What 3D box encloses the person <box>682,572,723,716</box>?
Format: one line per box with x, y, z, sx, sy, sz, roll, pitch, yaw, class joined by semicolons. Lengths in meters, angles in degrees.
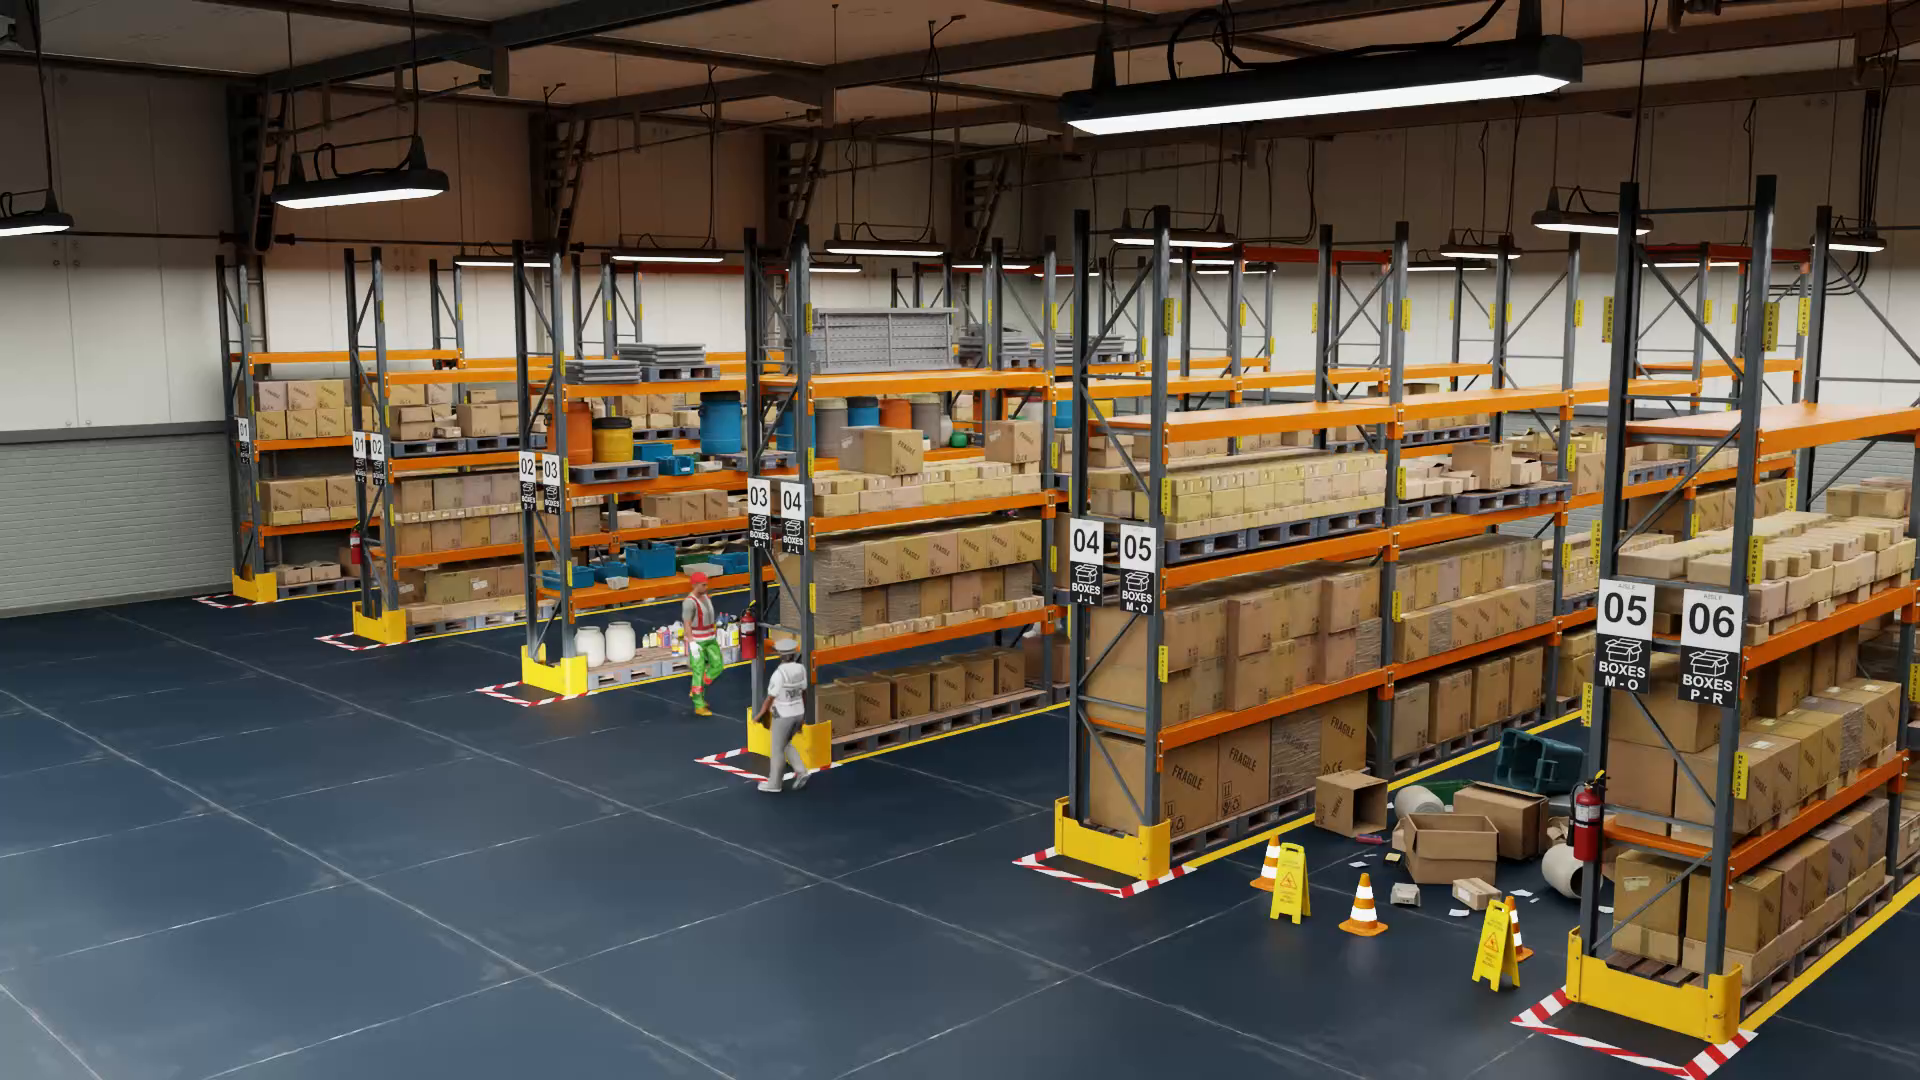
-3.249;1.293;21.111;0.501;1.787;0.709;4;9;27;person

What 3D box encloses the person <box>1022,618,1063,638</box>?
1.243;0.560;24.426;0.496;1.835;0.656;4;9;24;person

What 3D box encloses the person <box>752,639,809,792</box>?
-1.898;1.860;17.573;0.595;1.658;0.503;4;9;28;person
